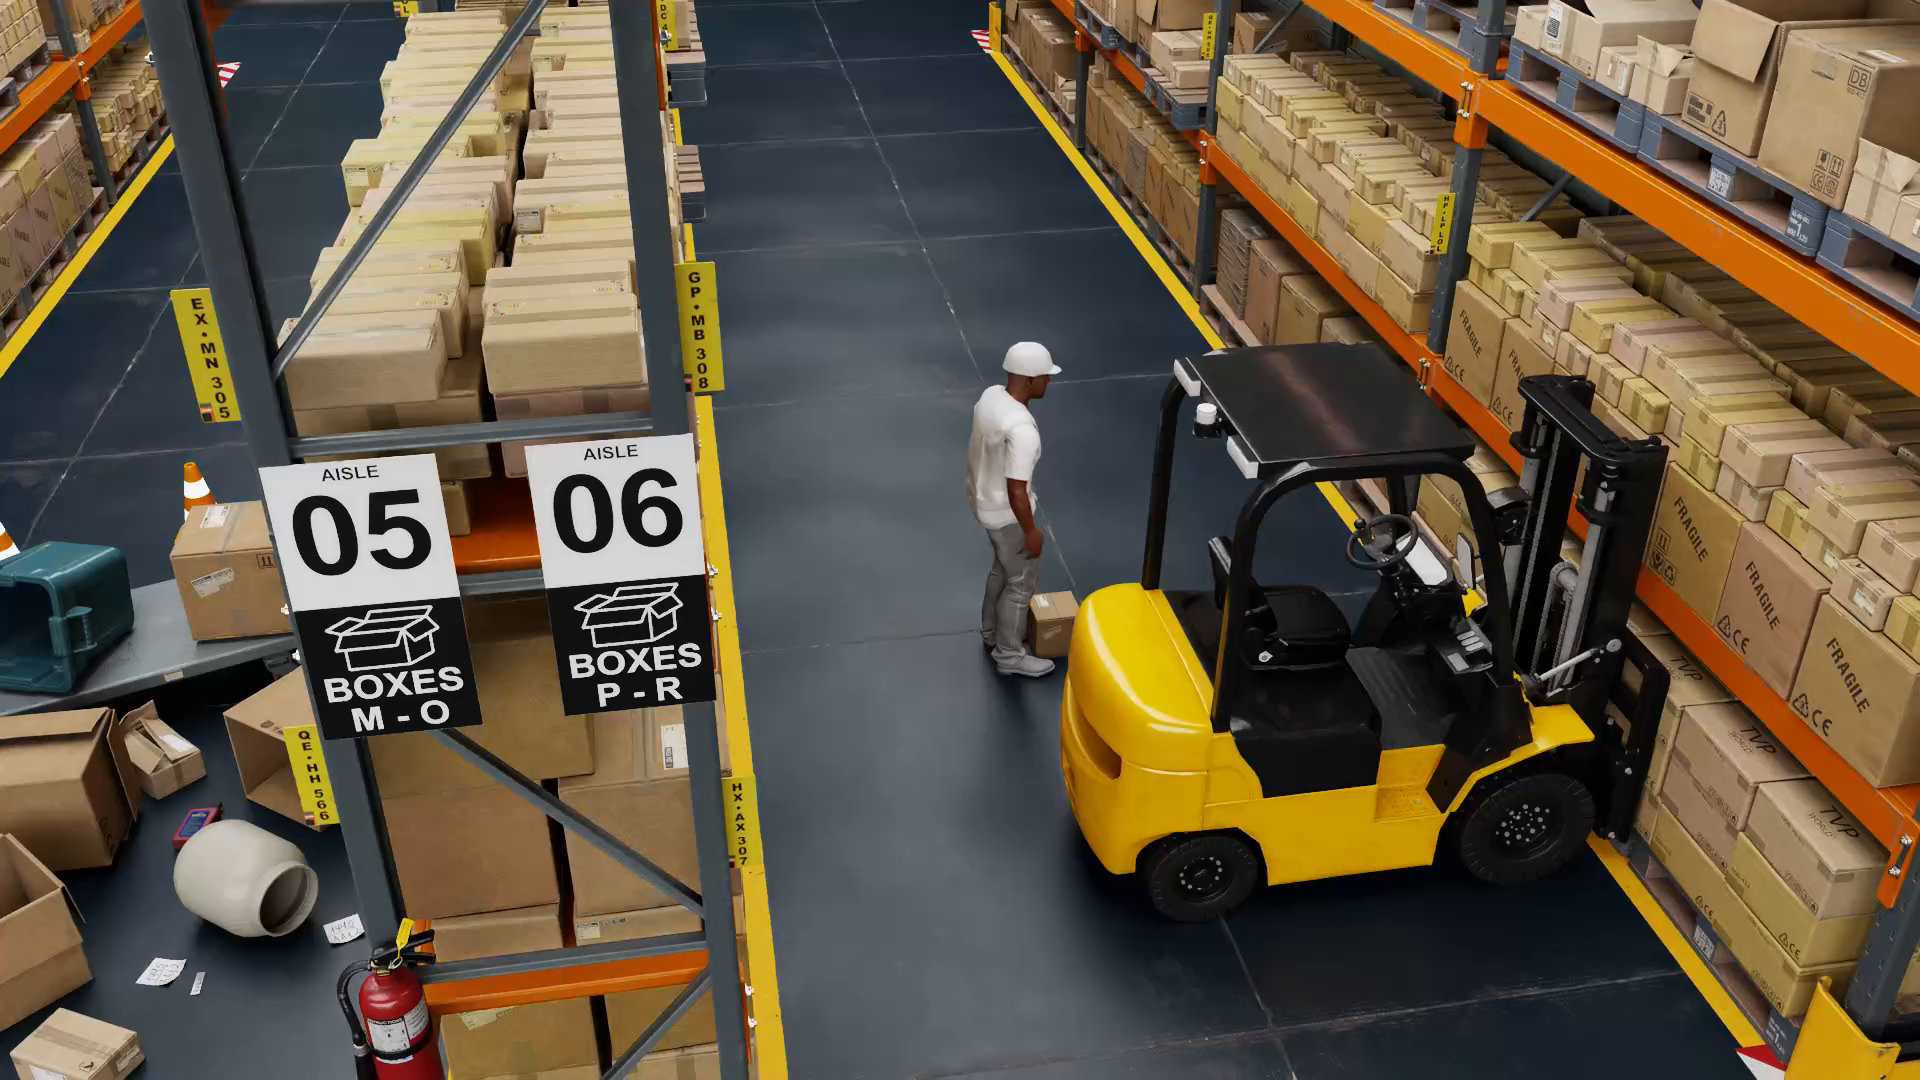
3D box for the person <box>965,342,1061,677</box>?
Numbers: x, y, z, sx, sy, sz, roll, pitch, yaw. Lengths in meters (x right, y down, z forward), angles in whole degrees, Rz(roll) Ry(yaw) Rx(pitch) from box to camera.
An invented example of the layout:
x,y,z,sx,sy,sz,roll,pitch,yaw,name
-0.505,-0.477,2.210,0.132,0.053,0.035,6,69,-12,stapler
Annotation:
x,y,z,sx,sy,sz,roll,pitch,yaw,name
0.272,-0.167,8.404,0.459,1.759,0.630,-7,31,-11,person
